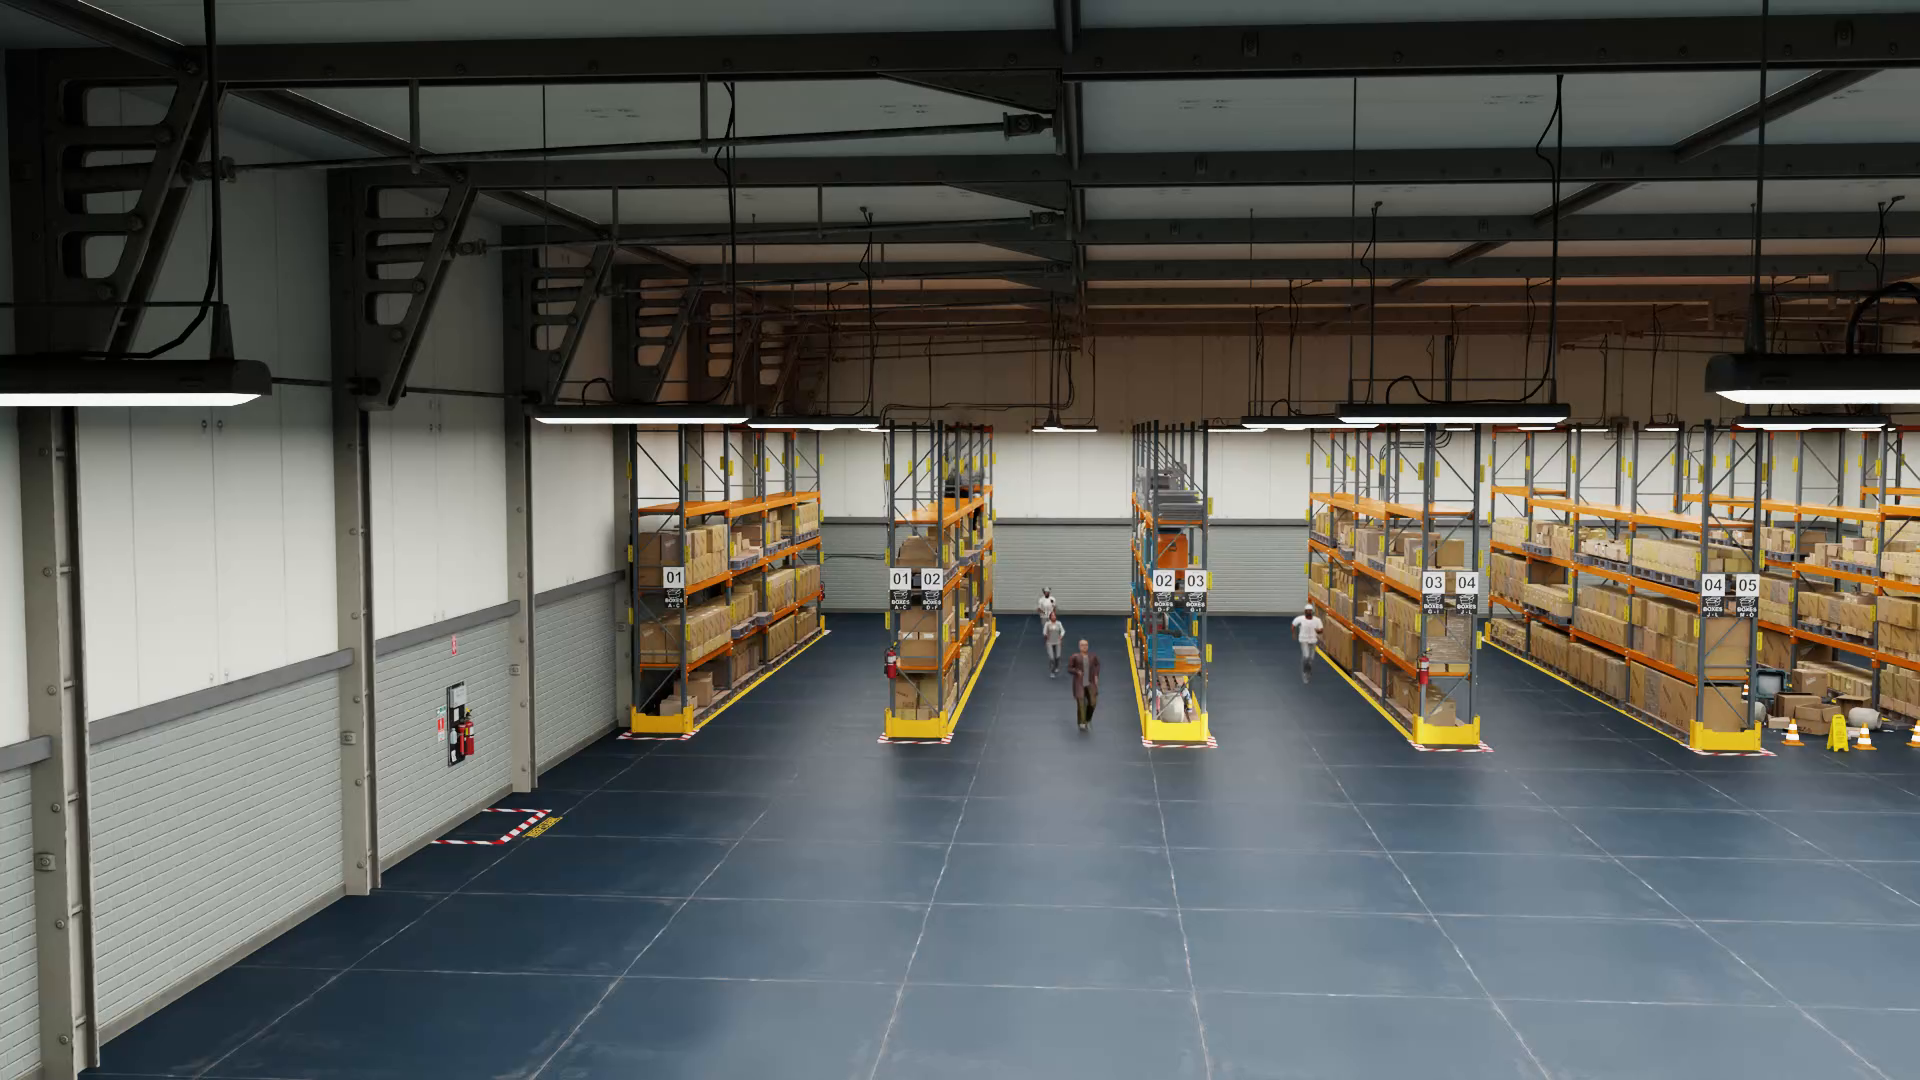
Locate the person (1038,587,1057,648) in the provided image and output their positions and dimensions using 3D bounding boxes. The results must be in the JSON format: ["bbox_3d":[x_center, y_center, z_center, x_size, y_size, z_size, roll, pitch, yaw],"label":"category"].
[{"bbox_3d":[2.346,2.080,44.331,0.548,1.676,0.636,0,4,-6],"label":"person"}]

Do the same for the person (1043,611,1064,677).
[{"bbox_3d":[2.210,2.458,39.114,0.524,1.558,0.537,0,4,0],"label":"person"}]

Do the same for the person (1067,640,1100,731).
[{"bbox_3d":[2.419,2.817,32.065,0.691,1.777,0.695,0,4,-7],"label":"person"}]

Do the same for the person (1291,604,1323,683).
[{"bbox_3d":[8.082,2.399,38.596,0.669,1.828,0.766,0,4,-5],"label":"person"}]
